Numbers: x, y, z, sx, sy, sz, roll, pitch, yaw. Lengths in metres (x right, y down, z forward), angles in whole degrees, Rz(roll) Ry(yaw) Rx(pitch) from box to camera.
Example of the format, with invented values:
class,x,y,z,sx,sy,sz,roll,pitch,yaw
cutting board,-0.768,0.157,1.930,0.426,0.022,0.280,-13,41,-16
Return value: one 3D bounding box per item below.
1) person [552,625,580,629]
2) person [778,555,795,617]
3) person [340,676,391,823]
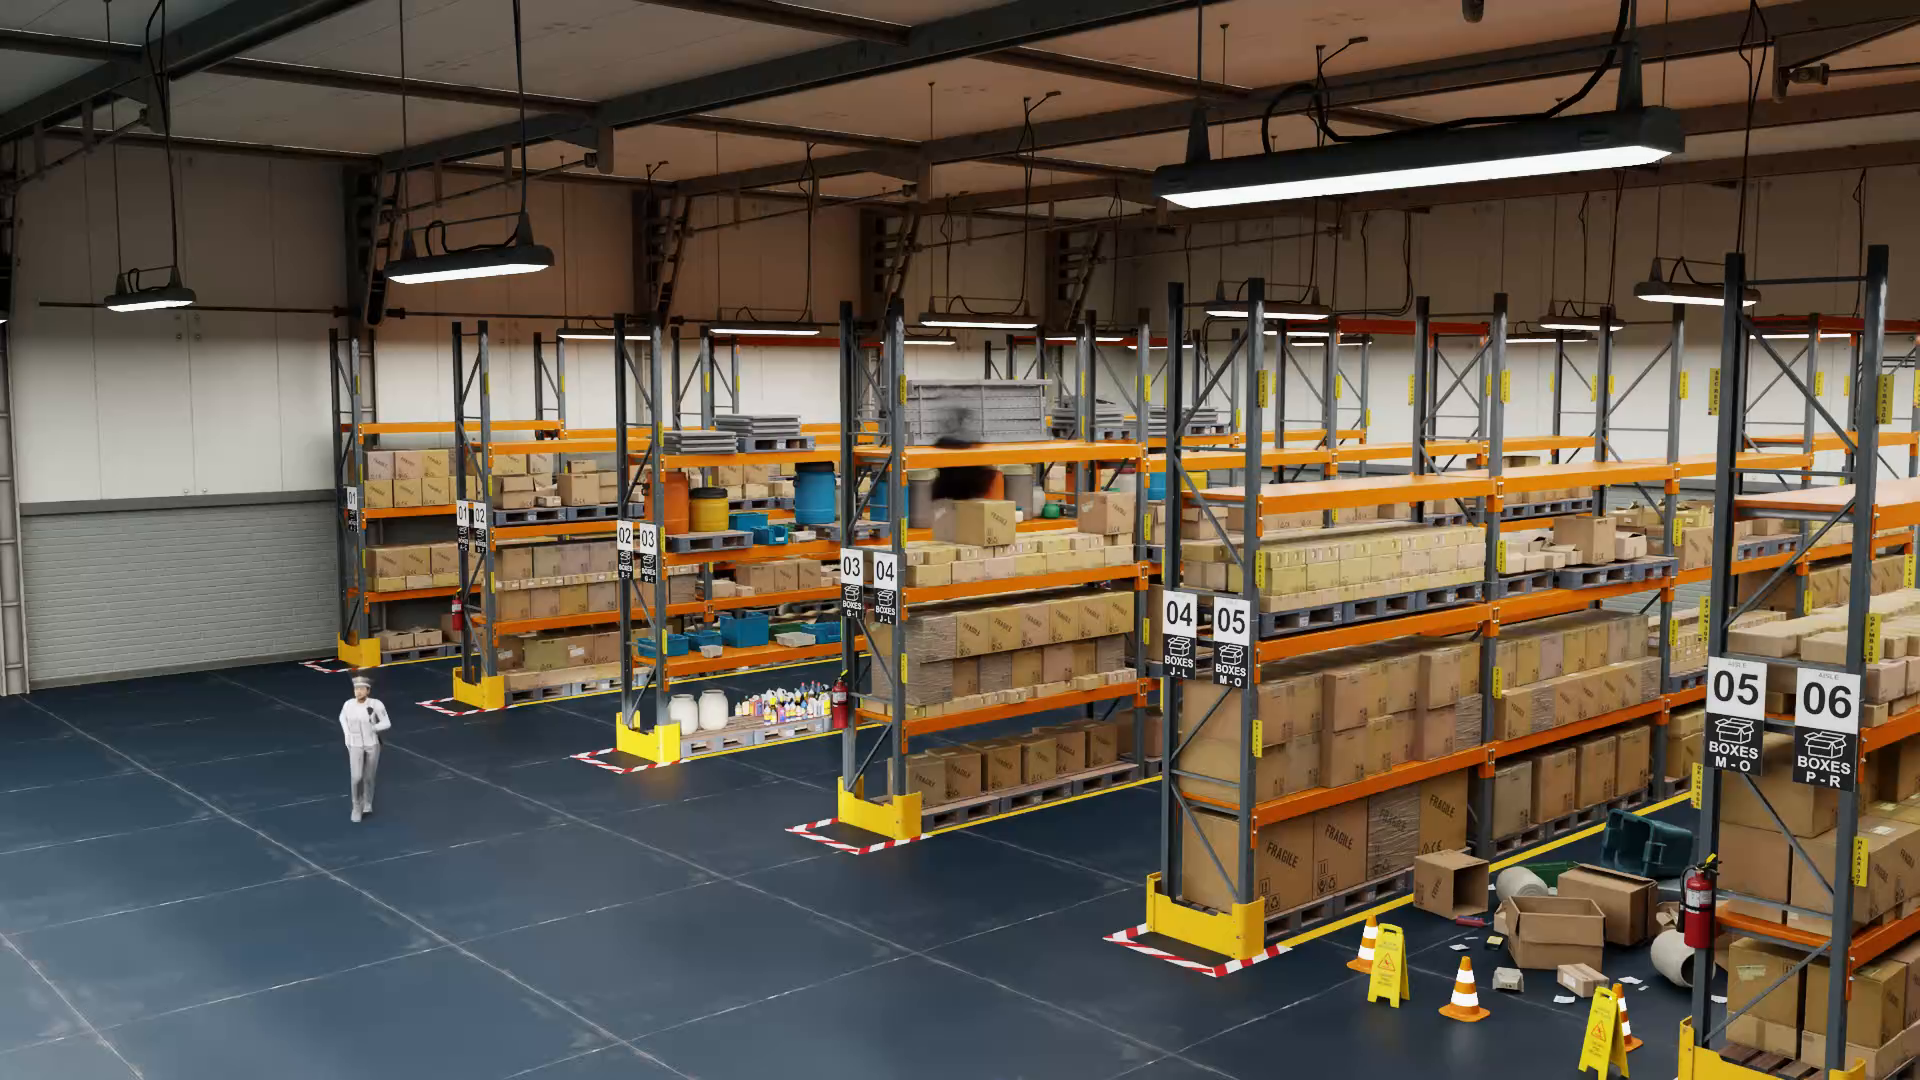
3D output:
class,x,y,z,sx,sy,sz,roll,pitch,yaw
person,-6.934,1.453,29.408,0.577,1.694,0.719,4,7,36
person,-3.343,1.120,32.178,0.773,1.826,0.674,-5,8,-41
person,-6.917,2.434,19.339,0.581,1.725,0.673,-1,6,-15
